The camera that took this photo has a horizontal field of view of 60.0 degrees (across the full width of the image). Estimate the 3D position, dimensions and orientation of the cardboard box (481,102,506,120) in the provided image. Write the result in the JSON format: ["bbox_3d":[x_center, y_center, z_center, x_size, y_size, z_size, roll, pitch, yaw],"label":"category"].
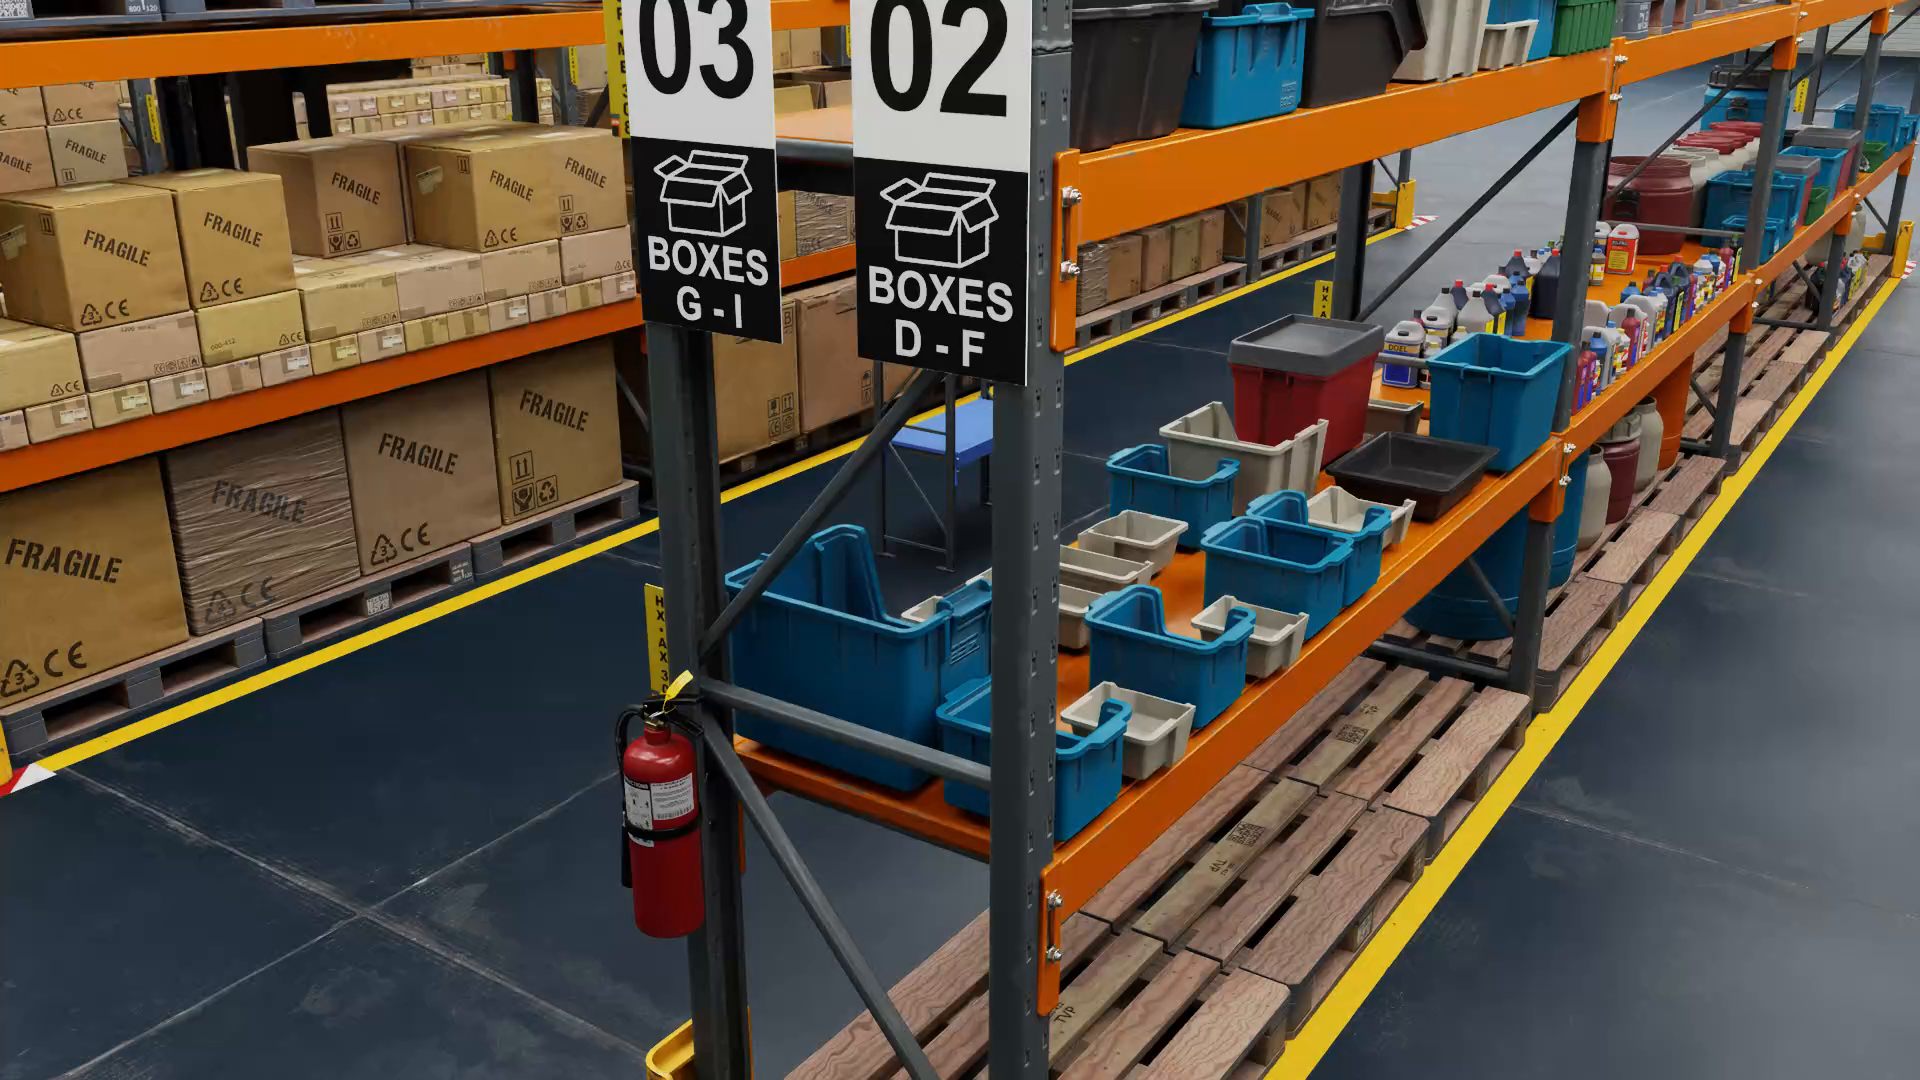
[{"bbox_3d":[-4.085,-3.647,14.130,0.380,0.149,0.250,14,24,33],"label":"cardboard box"}]

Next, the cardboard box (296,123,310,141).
[{"bbox_3d":[-5.101,-3.130,12.731,0.380,0.149,0.250,12,24,30],"label":"cardboard box"}]

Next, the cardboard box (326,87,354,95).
[{"bbox_3d":[-5.190,-3.627,13.647,0.380,0.149,0.250,13,24,31],"label":"cardboard box"}]

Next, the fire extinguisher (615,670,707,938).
[{"bbox_3d":[-0.705,0.611,3.938,0.296,0.674,0.183,13,24,32],"label":"fire extinguisher"}]

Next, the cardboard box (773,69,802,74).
[{"bbox_3d":[-1.997,-4.660,17.395,0.500,0.500,0.500,13,24,31],"label":"cardboard box"}]

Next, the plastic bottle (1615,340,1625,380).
[{"bbox_3d":[2.927,-0.828,7.467,0.097,0.201,0.097,0,20,0],"label":"plastic bottle"}]

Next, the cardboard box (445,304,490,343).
[{"bbox_3d":[-2.571,-1.104,8.287,0.380,0.149,0.250,14,24,33],"label":"cardboard box"}]

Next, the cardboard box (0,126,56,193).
[{"bbox_3d":[-6.469,-2.508,11.149,0.500,0.500,0.500,13,24,30],"label":"cardboard box"}]

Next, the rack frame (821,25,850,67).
[{"bbox_3d":[-1.641,-4.960,18.350,1.000,3.000,0.127,13,24,32],"label":"rack frame"}]

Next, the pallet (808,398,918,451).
[{"bbox_3d":[-1.036,-0.948,11.523,1.003,0.211,1.213,13,24,32],"label":"pallet"}]

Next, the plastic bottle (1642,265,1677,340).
[{"bbox_3d":[3.432,-1.171,8.178,0.144,0.351,0.185,13,24,32],"label":"plastic bottle"}]

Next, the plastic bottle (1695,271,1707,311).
[{"bbox_3d":[3.895,-1.322,8.802,0.097,0.201,0.097,0,20,0],"label":"plastic bottle"}]

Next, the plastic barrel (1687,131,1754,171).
[{"bbox_3d":[5.369,-2.619,11.826,0.433,0.535,0.433,0,20,0],"label":"plastic barrel"}]

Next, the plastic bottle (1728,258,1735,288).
[{"bbox_3d":[4.298,-1.528,9.358,0.097,0.201,0.097,0,20,0],"label":"plastic bottle"}]

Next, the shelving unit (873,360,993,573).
[{"bbox_3d":[0.048,-0.728,9.071,0.538,1.500,1.048,13,24,32],"label":"shelving unit"}]

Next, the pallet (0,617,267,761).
[{"bbox_3d":[-3.956,0.543,7.494,1.003,0.211,1.213,13,24,32],"label":"pallet"}]

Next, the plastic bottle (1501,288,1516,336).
[{"bbox_3d":[2.636,-1.087,8.066,0.097,0.271,0.097,0,20,0],"label":"plastic bottle"}]

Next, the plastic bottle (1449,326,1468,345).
[{"bbox_3d":[2.277,-0.871,7.583,0.097,0.201,0.097,0,20,0],"label":"plastic bottle"}]

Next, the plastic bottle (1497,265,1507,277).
[{"bbox_3d":[2.745,-1.254,8.499,0.061,0.283,0.133,13,24,32],"label":"plastic bottle"}]

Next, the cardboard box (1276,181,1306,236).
[{"bbox_3d":[3.262,-3.454,17.278,0.500,0.500,0.500,11,23,27],"label":"cardboard box"}]

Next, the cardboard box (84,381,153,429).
[{"bbox_3d":[-3.582,-0.588,6.892,0.380,0.149,0.250,13,24,31],"label":"cardboard box"}]

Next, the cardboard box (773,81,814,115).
[{"bbox_3d":[-1.345,-2.565,10.286,0.797,0.503,0.637,14,24,32],"label":"cardboard box"}]

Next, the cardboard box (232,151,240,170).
[{"bbox_3d":[-5.385,-2.848,12.397,0.380,0.149,0.250,14,24,33],"label":"cardboard box"}]

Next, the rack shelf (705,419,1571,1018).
[{"bbox_3d":[0.879,0.209,5.413,1.077,0.370,4.000,13,24,32],"label":"rack shelf"}]

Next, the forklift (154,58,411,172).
[{"bbox_3d":[-4.116,-2.071,10.639,1.130,2.935,3.031,13,24,31],"label":"forklift"}]

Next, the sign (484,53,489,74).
[{"bbox_3d":[-4.350,-4.463,15.337,0.100,0.325,0.005,13,24,32],"label":"sign"}]

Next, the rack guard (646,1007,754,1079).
[{"bbox_3d":[-0.248,1.627,4.145,1.175,0.500,0.348,13,24,32],"label":"rack guard"}]

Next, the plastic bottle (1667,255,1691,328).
[{"bbox_3d":[3.611,-1.262,8.424,0.144,0.351,0.185,13,24,32],"label":"plastic bottle"}]

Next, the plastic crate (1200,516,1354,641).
[{"bbox_3d":[0.906,0.111,4.795,0.416,0.233,0.300,13,24,32],"label":"plastic crate"}]

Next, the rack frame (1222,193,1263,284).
[{"bbox_3d":[2.405,-3.964,15.657,1.000,3.000,0.127,13,24,32],"label":"rack frame"}]

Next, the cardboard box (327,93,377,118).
[{"bbox_3d":[-4.810,-3.417,13.079,0.380,0.149,0.250,14,25,34],"label":"cardboard box"}]

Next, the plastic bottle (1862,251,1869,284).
[{"bbox_3d":[8.029,-2.428,14.787,0.061,0.283,0.133,14,24,33],"label":"plastic bottle"}]

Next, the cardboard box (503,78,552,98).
[{"bbox_3d":[-3.786,-3.940,14.493,0.380,0.149,0.250,12,24,30],"label":"cardboard box"}]

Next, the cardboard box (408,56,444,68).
[{"bbox_3d":[-6.434,-5.813,19.478,0.500,0.500,0.500,14,25,34],"label":"cardboard box"}]

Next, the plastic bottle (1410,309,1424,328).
[{"bbox_3d":[2.050,-0.899,7.540,0.061,0.283,0.133,13,24,32],"label":"plastic bottle"}]

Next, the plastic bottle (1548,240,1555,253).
[{"bbox_3d":[3.239,-1.506,9.180,0.061,0.283,0.133,13,24,32],"label":"plastic bottle"}]

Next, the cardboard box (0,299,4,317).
[{"bbox_3d":[-4.285,-1.132,6.709,0.500,0.500,0.500,14,24,32],"label":"cardboard box"}]

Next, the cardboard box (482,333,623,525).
[{"bbox_3d":[-2.530,-0.695,9.277,0.875,0.875,0.875,13,24,32],"label":"cardboard box"}]

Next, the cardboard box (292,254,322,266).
[{"bbox_3d":[-3.427,-1.222,8.033,0.500,0.250,0.500,13,24,32],"label":"cardboard box"}]

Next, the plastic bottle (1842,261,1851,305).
[{"bbox_3d":[7.404,-2.166,13.982,0.144,0.351,0.185,12,24,30],"label":"plastic bottle"}]

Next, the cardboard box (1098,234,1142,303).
[{"bbox_3d":[1.130,-2.372,14.322,0.700,0.500,0.500,16,25,36],"label":"cardboard box"}]

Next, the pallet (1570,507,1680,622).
[{"bbox_3d":[3.157,0.041,8.850,1.003,0.211,1.213,13,24,32],"label":"pallet"}]

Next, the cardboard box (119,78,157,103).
[{"bbox_3d":[-8.387,-4.576,16.809,0.500,0.250,0.500,13,24,30],"label":"cardboard box"}]

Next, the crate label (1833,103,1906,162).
[{"bbox_3d":[7.939,-3.581,14.572,0.502,0.435,0.616,13,24,32],"label":"crate label"}]

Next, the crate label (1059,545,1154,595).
[{"bbox_3d":[0.375,0.107,4.947,0.396,0.136,0.243,13,24,32],"label":"crate label"}]

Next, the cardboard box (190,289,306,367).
[{"bbox_3d":[-3.276,-0.969,7.347,0.500,0.250,0.500,12,24,30],"label":"cardboard box"}]

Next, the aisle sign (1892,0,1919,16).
[{"bbox_3d":[9.036,-5.327,15.596,0.394,0.787,0.004,13,24,32],"label":"aisle sign"}]

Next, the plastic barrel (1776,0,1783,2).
[{"bbox_3d":[4.680,-3.339,9.482,0.421,0.512,0.421,0,20,0],"label":"plastic barrel"}]

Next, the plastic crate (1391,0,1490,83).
[{"bbox_3d":[1.256,-1.482,4.794,0.437,0.282,0.530,13,24,32],"label":"plastic crate"}]

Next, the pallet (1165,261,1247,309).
[{"bbox_3d":[1.968,-2.432,15.536,1.003,0.211,1.213,13,24,32],"label":"pallet"}]

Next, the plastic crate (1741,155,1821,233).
[{"bbox_3d":[5.414,-2.284,11.024,0.402,0.464,0.583,13,24,32],"label":"plastic crate"}]

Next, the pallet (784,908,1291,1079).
[{"bbox_3d":[0.251,1.524,4.840,1.003,0.211,1.213,13,24,32],"label":"pallet"}]

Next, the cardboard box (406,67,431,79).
[{"bbox_3d":[-6.438,-5.484,19.524,0.380,0.149,0.250,13,24,32],"label":"cardboard box"}]
